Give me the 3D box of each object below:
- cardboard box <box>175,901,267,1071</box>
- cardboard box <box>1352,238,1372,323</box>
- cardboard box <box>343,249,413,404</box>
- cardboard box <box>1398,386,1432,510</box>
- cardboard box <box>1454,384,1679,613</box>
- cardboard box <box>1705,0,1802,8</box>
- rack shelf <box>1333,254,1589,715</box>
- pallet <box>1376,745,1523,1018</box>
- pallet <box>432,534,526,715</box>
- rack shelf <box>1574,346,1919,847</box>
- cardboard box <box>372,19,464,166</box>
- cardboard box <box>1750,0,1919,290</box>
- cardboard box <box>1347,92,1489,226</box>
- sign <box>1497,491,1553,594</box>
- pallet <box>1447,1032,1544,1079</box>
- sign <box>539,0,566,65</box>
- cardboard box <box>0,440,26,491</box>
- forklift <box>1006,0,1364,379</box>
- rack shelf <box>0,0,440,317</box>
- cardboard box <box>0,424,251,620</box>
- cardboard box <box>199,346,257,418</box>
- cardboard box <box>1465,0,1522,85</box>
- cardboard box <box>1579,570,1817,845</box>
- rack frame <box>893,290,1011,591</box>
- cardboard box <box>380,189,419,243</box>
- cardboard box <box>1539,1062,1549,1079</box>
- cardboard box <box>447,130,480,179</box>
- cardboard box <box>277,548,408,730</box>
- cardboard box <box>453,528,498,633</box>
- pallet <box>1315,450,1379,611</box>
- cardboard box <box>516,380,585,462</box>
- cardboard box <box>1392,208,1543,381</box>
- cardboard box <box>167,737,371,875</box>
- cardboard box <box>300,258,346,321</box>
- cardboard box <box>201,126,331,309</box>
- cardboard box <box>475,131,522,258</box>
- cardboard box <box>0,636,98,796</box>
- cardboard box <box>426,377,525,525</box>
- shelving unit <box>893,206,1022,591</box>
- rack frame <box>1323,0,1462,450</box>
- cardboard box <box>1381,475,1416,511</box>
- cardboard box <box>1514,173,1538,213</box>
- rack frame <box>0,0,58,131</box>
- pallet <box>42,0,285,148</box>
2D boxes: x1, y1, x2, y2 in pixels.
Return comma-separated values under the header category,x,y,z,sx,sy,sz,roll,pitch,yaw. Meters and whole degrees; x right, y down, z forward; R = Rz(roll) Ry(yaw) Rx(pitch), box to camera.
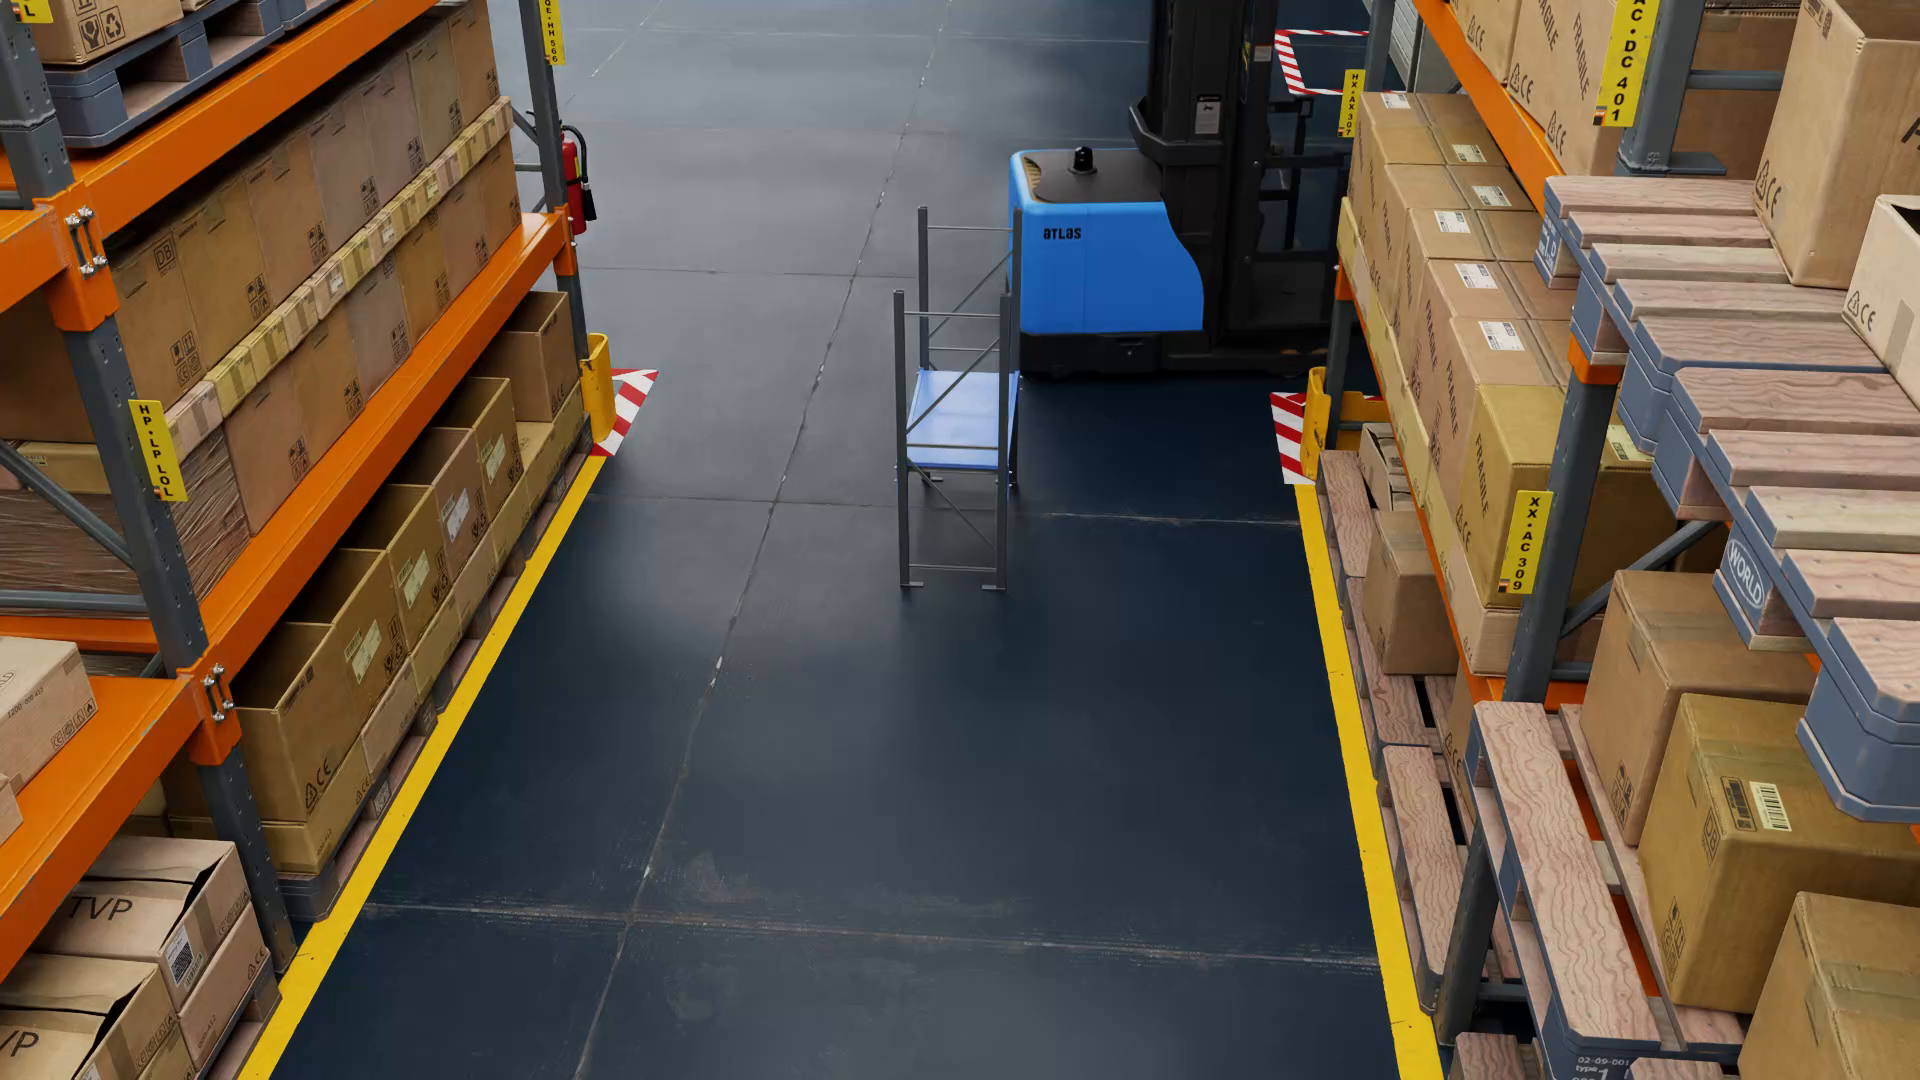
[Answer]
category,x,y,z,sx,sy,sz,roll,pitch,yaw
cardboard box,-2.591,1.408,5.327,0.500,0.250,0.500,2,32,4
cardboard box,2.033,-1.126,7.342,0.500,0.250,0.500,2,32,2
cardboard box,-2.695,-0.894,6.747,0.700,0.500,0.500,3,32,5
cardboard box,1.902,-0.333,6.055,0.500,0.250,0.500,2,32,4
cardboard box,1.821,-0.128,5.008,0.500,0.500,0.500,2,32,4
cardboard box,1.862,-1.631,4.111,0.500,0.500,0.500,0,32,0
rack shelf,2.254,-0.343,6.633,1.077,0.370,4.000,2,32,4
pallet,2.111,1.231,6.052,1.003,0.211,1.213,2,32,4
pallet,-2.643,0.320,7.529,1.003,0.211,1.213,2,32,4
rack shelf,1.928,0.471,2.453,1.077,0.370,4.000,2,32,4
cardboard box,-2.613,-1.953,7.229,0.700,0.500,0.500,2,32,3
cardboard box,1.967,-0.820,3.366,0.500,0.500,0.500,7,32,11
cardboard box,2.078,-1.722,7.595,0.500,0.500,0.500,2,32,4
sign,1.550,0.009,4.552,0.100,0.325,0.005,2,32,4
pallet,2.029,1.991,4.819,1.003,0.211,1.213,2,32,4
sign,-1.981,-2.468,8.067,0.100,0.325,0.005,2,32,4
cardboard box,-3.038,-0.283,5.137,0.380,0.149,0.250,2,32,4
forklift,1.825,-2.478,9.478,3.031,2.935,1.130,-2,32,-3
rack shelf,-2.684,-1.830,6.187,1.077,0.370,4.000,2,32,4
cardboard box,-2.817,-0.088,5.439,0.700,0.500,0.500,2,32,3
cardboard box,-2.592,-0.531,5.538,0.380,0.149,0.250,2,32,3
cardboard box,1.947,-1.762,5.276,0.500,0.500,0.500,1,32,2
cardboard box,2.016,0.431,4.177,0.700,0.500,0.500,3,32,4
rack frame,-0.034,-0.417,7.498,0.500,1.500,0.032,2,32,4
cardboard box,-2.466,-1.339,6.849,0.380,0.149,0.250,3,32,5
cardboard box,2.048,1.659,4.662,0.700,0.500,0.500,3,32,6
cardboard box,-2.403,-1.745,7.509,0.380,0.149,0.250,2,32,3
cardboard box,-2.464,0.368,6.299,0.500,0.500,0.500,2,32,4
cardboard box,-2.380,0.165,7.344,0.500,0.250,0.500,2,32,4
pallet,2.309,-0.045,8.122,1.003,0.211,1.213,2,32,4
cardboard box,-2.270,-0.620,8.618,0.500,0.250,0.500,2,32,4
cardboard box,1.950,-0.924,6.299,0.500,0.500,0.500,3,32,6
cardboard box,-2.506,0.949,6.072,0.500,0.250,0.500,2,32,4
cardboard box,-2.531,-0.938,6.200,0.380,0.149,0.250,2,32,3
cardboard box,-2.735,-1.167,5.952,0.700,0.500,0.500,2,32,4
cardboard box,-2.572,-1.704,8.060,0.700,0.500,0.500,2,32,4
cardboard box,-2.843,0.510,4.707,0.500,0.250,0.500,4,32,7
cardboard box,-2.335,-0.416,7.571,0.500,0.500,0.500,2,32,4
shelving unit,0.007,-0.683,7.929,0.538,1.500,1.048,2,32,4
rack frame,2.417,-1.695,8.142,1.000,3.000,0.127,2,32,4
cardboard box,2.224,-0.082,7.667,0.500,0.311,0.500,5,32,8
cardboard box,2.502,-1.170,6.699,0.500,0.500,0.500,2,32,3
rack frame,-2.846,-2.367,3.514,1.000,3.000,0.127,2,32,4
pallet,-2.803,-1.500,5.050,1.003,0.211,1.213,2,32,4
